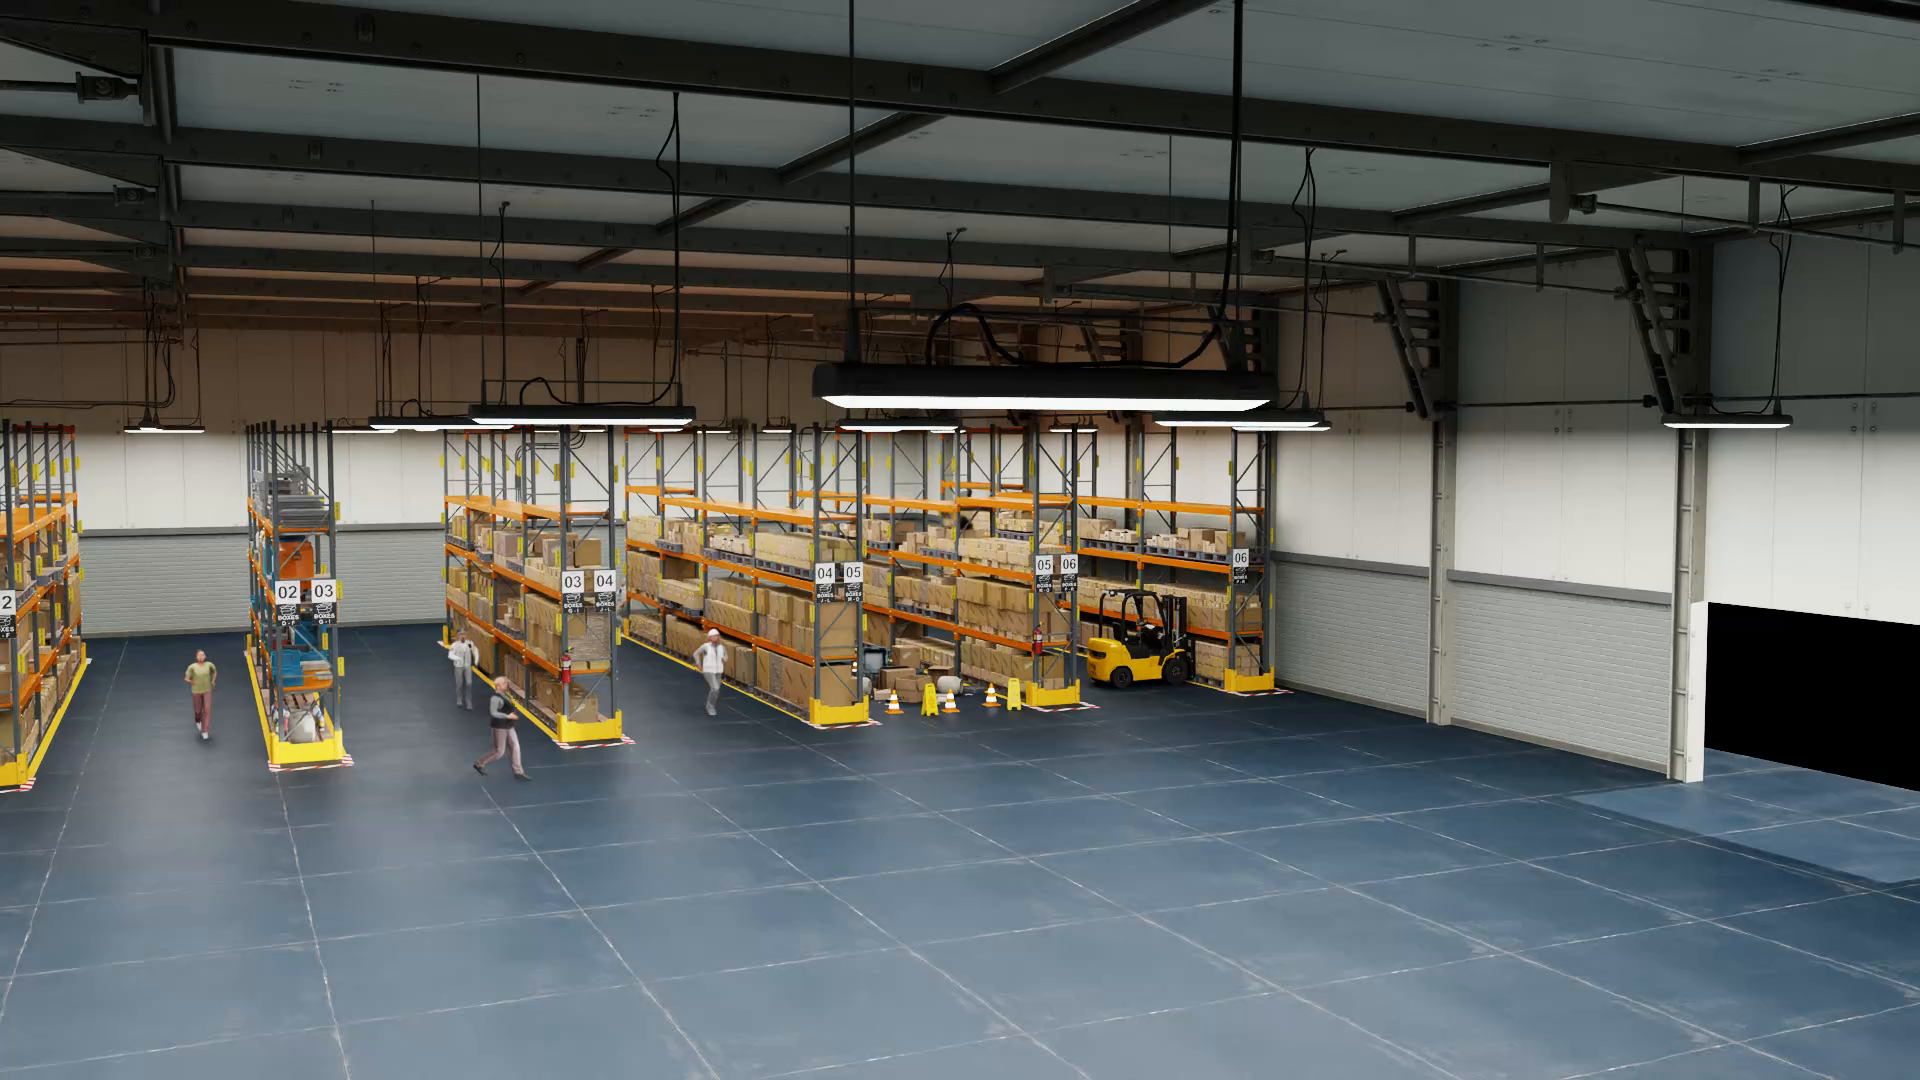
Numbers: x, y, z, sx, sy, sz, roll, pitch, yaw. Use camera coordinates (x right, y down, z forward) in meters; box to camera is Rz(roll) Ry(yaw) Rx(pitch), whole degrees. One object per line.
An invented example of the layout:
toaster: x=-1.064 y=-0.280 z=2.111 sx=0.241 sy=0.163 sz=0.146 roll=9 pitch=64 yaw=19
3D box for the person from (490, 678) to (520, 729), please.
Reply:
person: x=-7.542 y=2.694 z=27.525 sx=0.612 sy=0.833 sz=0.673 roll=0 pitch=4 yaw=6

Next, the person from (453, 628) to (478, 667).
person: x=-10.339 y=2.264 z=34.836 sx=0.502 sy=0.855 sz=0.525 roll=-2 pitch=4 yaw=-24

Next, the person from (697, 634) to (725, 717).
person: x=-5.073 y=2.746 z=33.963 sx=0.481 sy=1.743 sz=0.679 roll=-3 pitch=5 yaw=-41

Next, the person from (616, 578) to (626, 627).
person: x=-9.996 y=1.856 z=48.925 sx=0.561 sy=1.475 sz=0.675 roll=-1 pitch=4 yaw=-13

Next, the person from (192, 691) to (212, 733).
person: x=-14.445 y=3.190 z=31.689 sx=0.342 sy=0.916 sz=0.770 roll=-2 pitch=4 yaw=-29
